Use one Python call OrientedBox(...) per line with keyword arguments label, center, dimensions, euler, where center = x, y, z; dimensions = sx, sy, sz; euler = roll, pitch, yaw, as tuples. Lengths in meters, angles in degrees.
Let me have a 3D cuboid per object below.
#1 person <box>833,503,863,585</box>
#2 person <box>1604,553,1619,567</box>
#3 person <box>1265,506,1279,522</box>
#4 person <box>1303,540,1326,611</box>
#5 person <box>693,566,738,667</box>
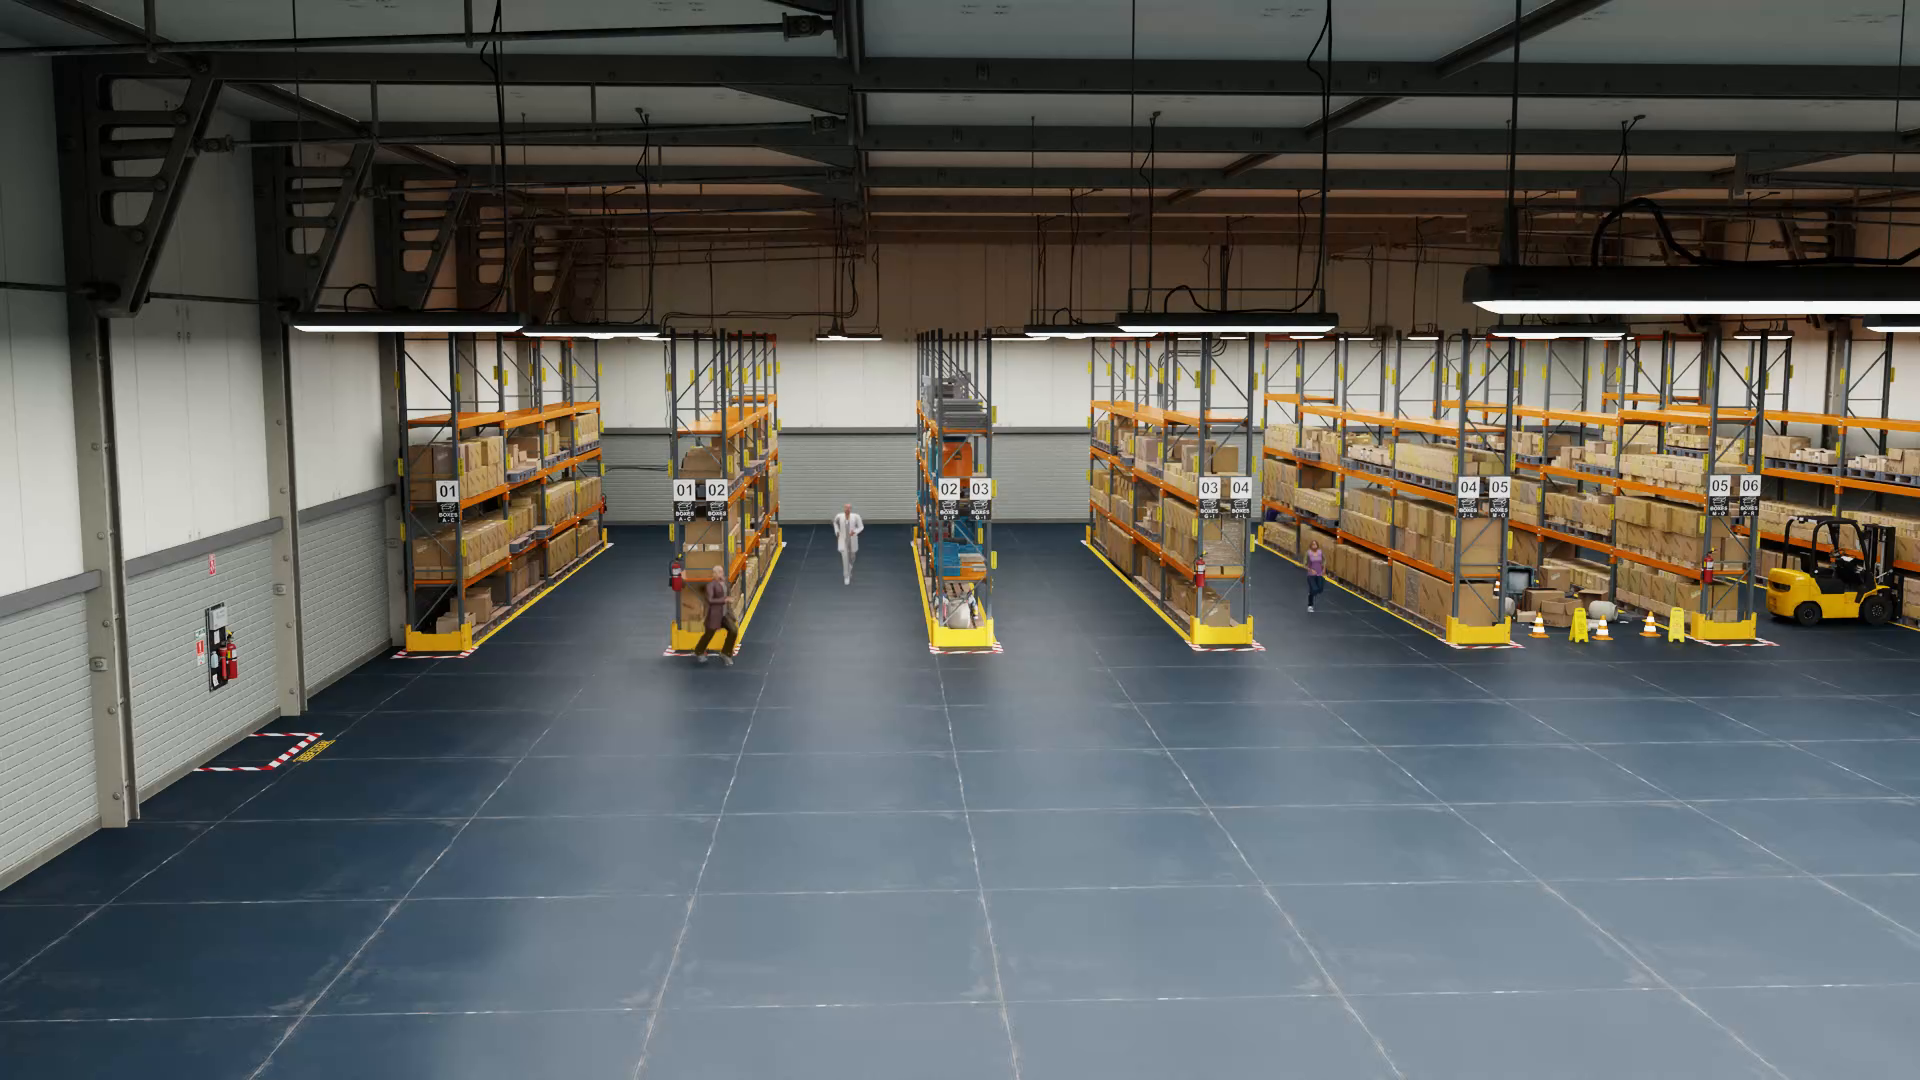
OrientedBox(label="person", center=(-2.568, 0.051, 38.357), dimensions=(0.669, 1.816, 1.186), euler=(-1, 7, -8))
OrientedBox(label="person", center=(16.210, 0.031, 41.413), dimensions=(0.586, 1.714, 1.056), euler=(0, 7, -3))
OrientedBox(label="person", center=(9.173, -0.846, 49.075), dimensions=(0.536, 1.606, 0.605), euler=(-2, 7, -17))
OrientedBox(label="person", center=(7.608, 0.773, 35.618), dimensions=(0.560, 1.545, 0.605), euler=(-1, 7, -5))
OrientedBox(label="person", center=(-4.323, 1.356, 29.682), dimensions=(0.974, 1.829, 0.730), euler=(5, 8, 35))
